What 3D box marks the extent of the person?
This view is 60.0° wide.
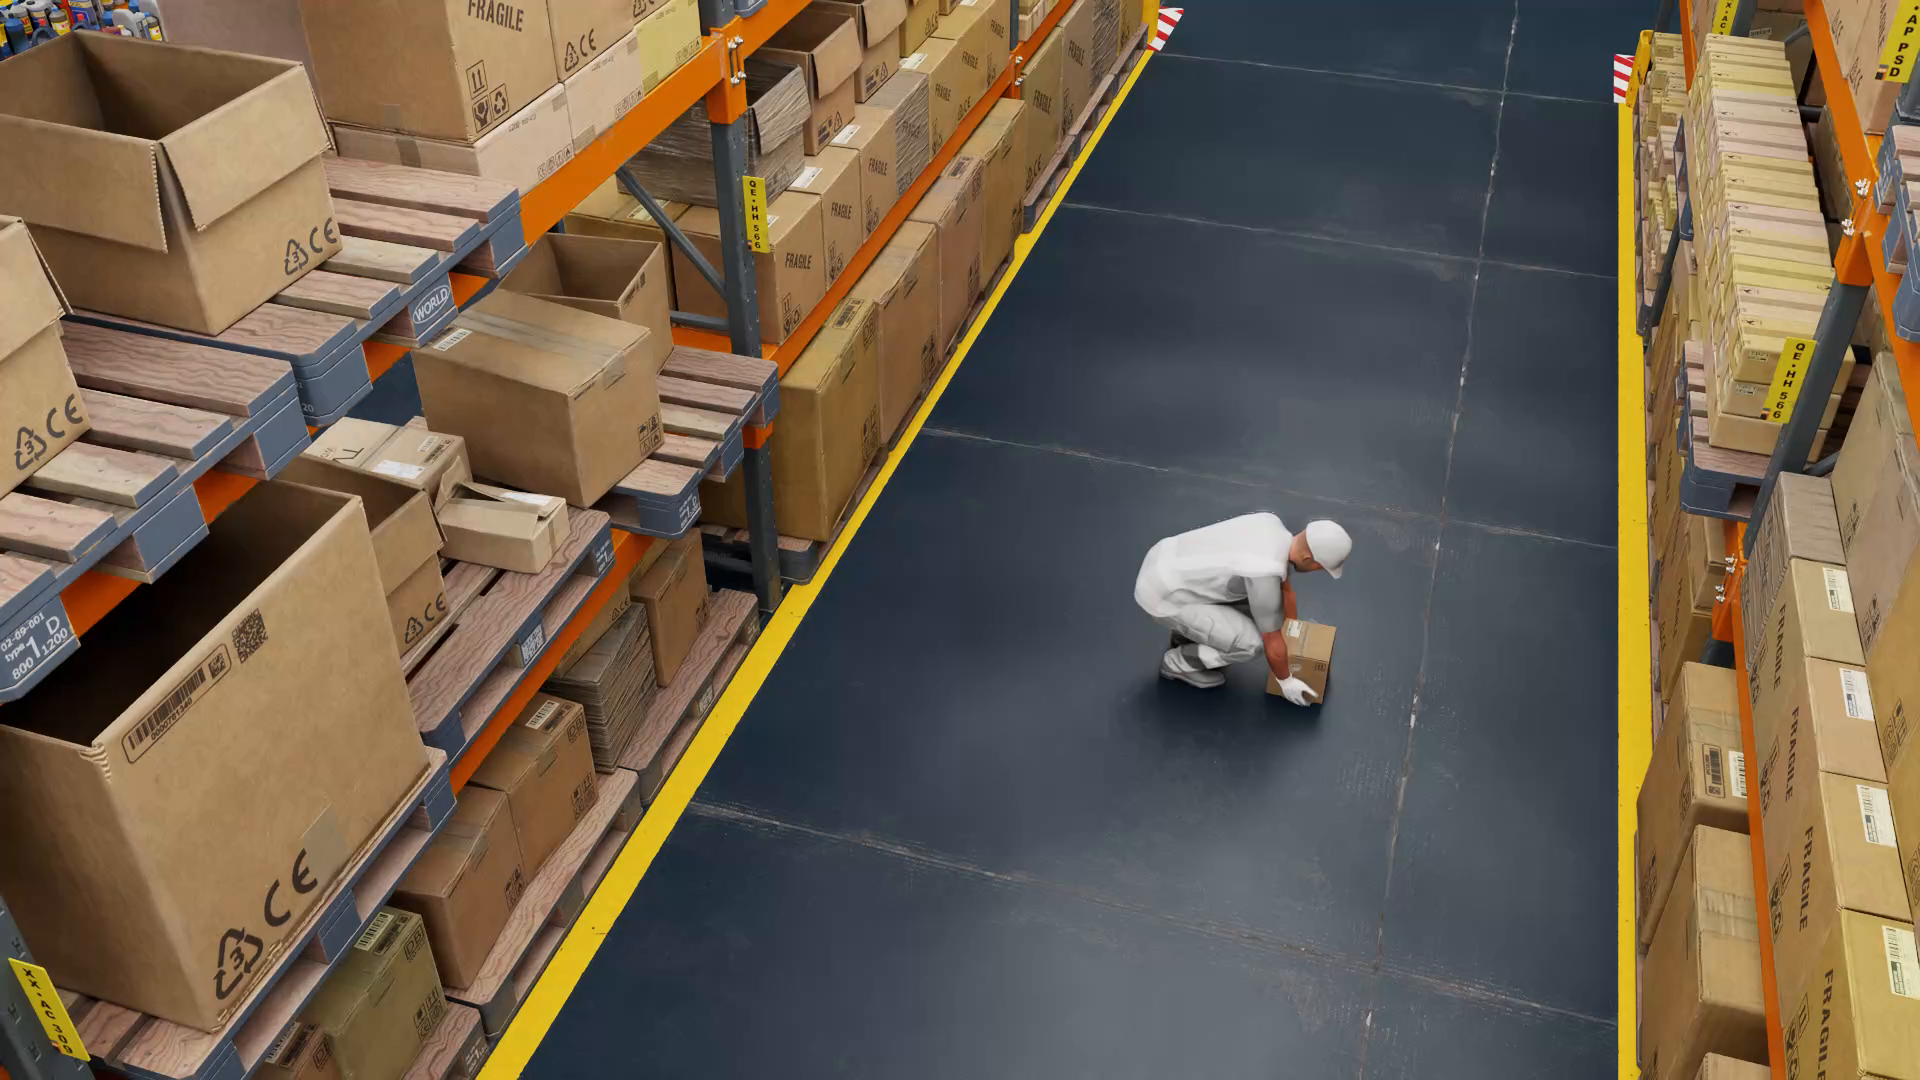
[{"bbox_3d":[1.229,0.250,7.361,0.895,0.880,0.555,11,38,14],"label":"person"}]
